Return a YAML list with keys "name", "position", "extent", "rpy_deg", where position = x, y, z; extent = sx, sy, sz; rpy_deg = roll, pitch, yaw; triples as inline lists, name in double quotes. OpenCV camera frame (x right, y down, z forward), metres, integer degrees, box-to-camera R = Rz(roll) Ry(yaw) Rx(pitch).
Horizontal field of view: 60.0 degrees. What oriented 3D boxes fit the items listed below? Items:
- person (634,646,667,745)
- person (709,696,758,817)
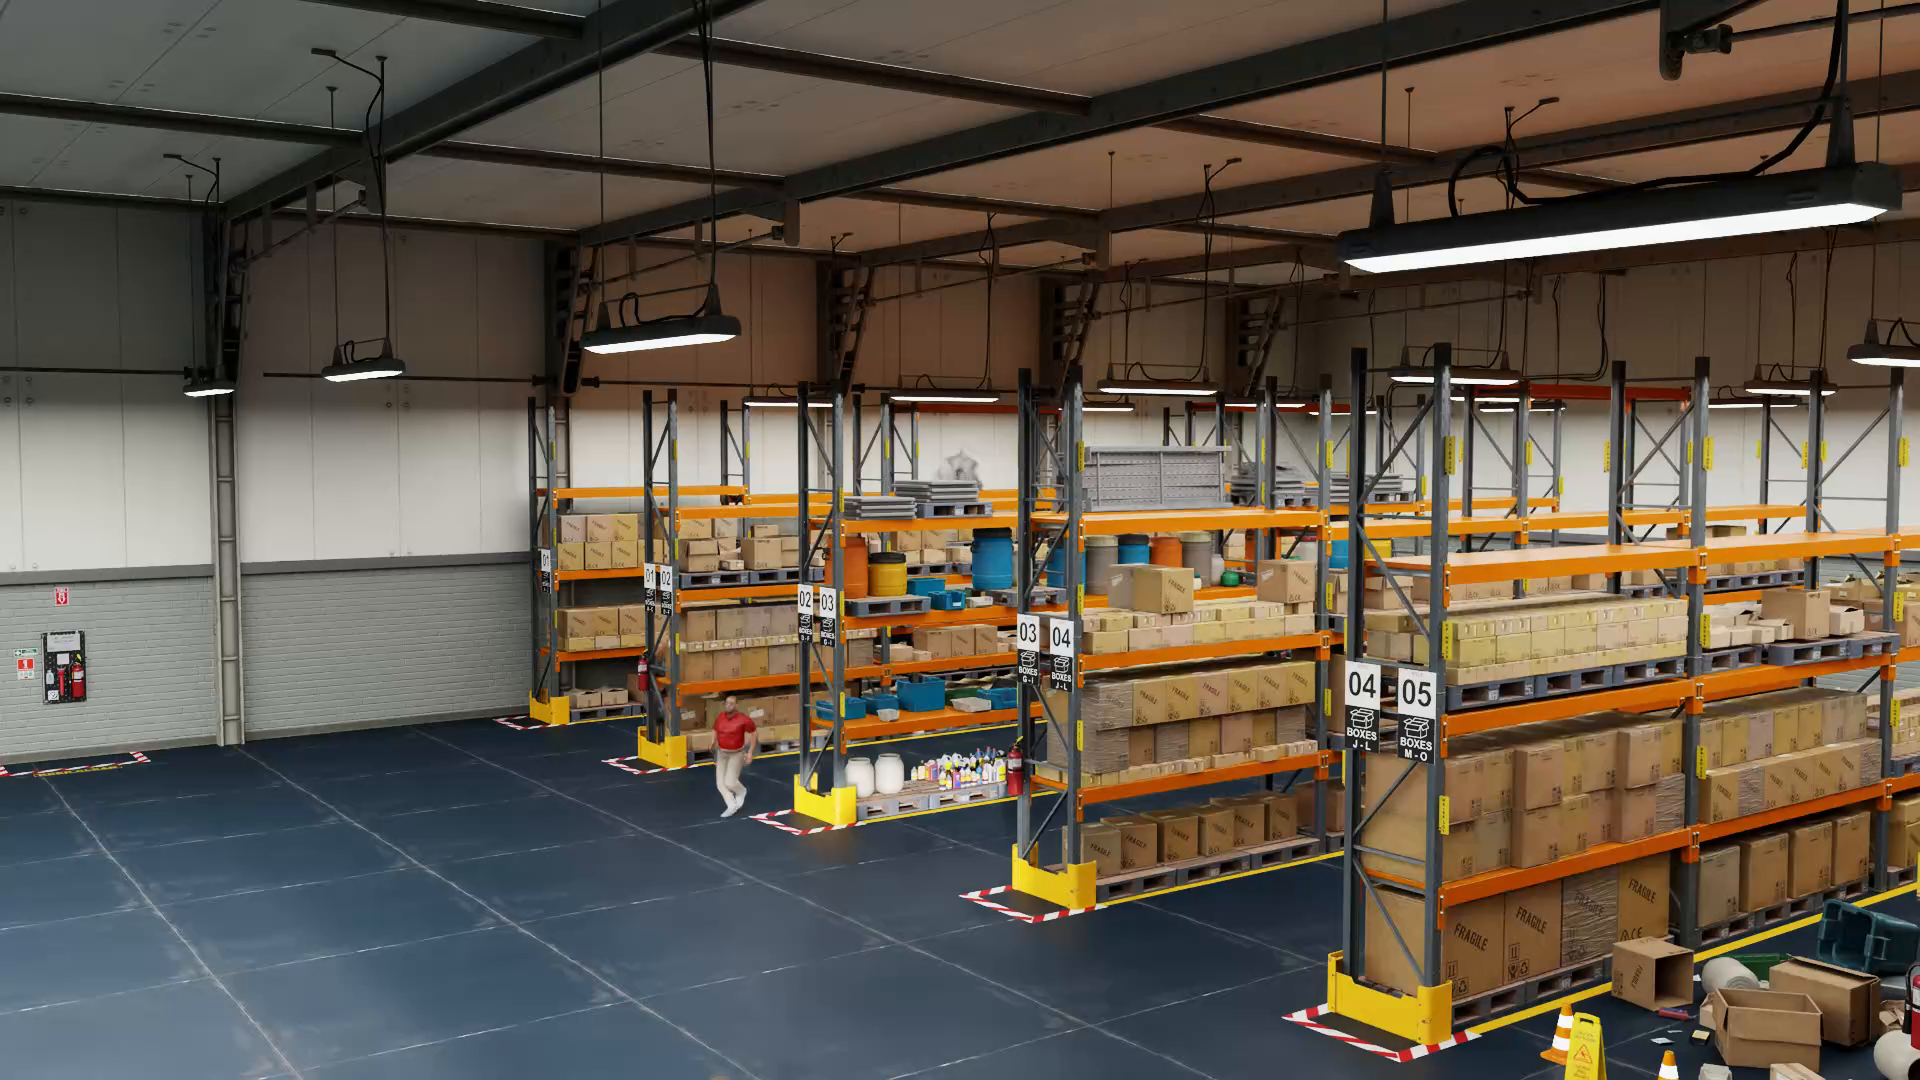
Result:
- name: "person"
  position: [-5.194, 2.641, 28.372]
  extent: [0.538, 1.683, 0.832]
  rpy_deg: [3, 4, 40]
- name: "person"
  position: [-3.158, 2.985, 22.918]
  extent: [0.684, 1.684, 0.570]
  rpy_deg: [1, 4, 23]
